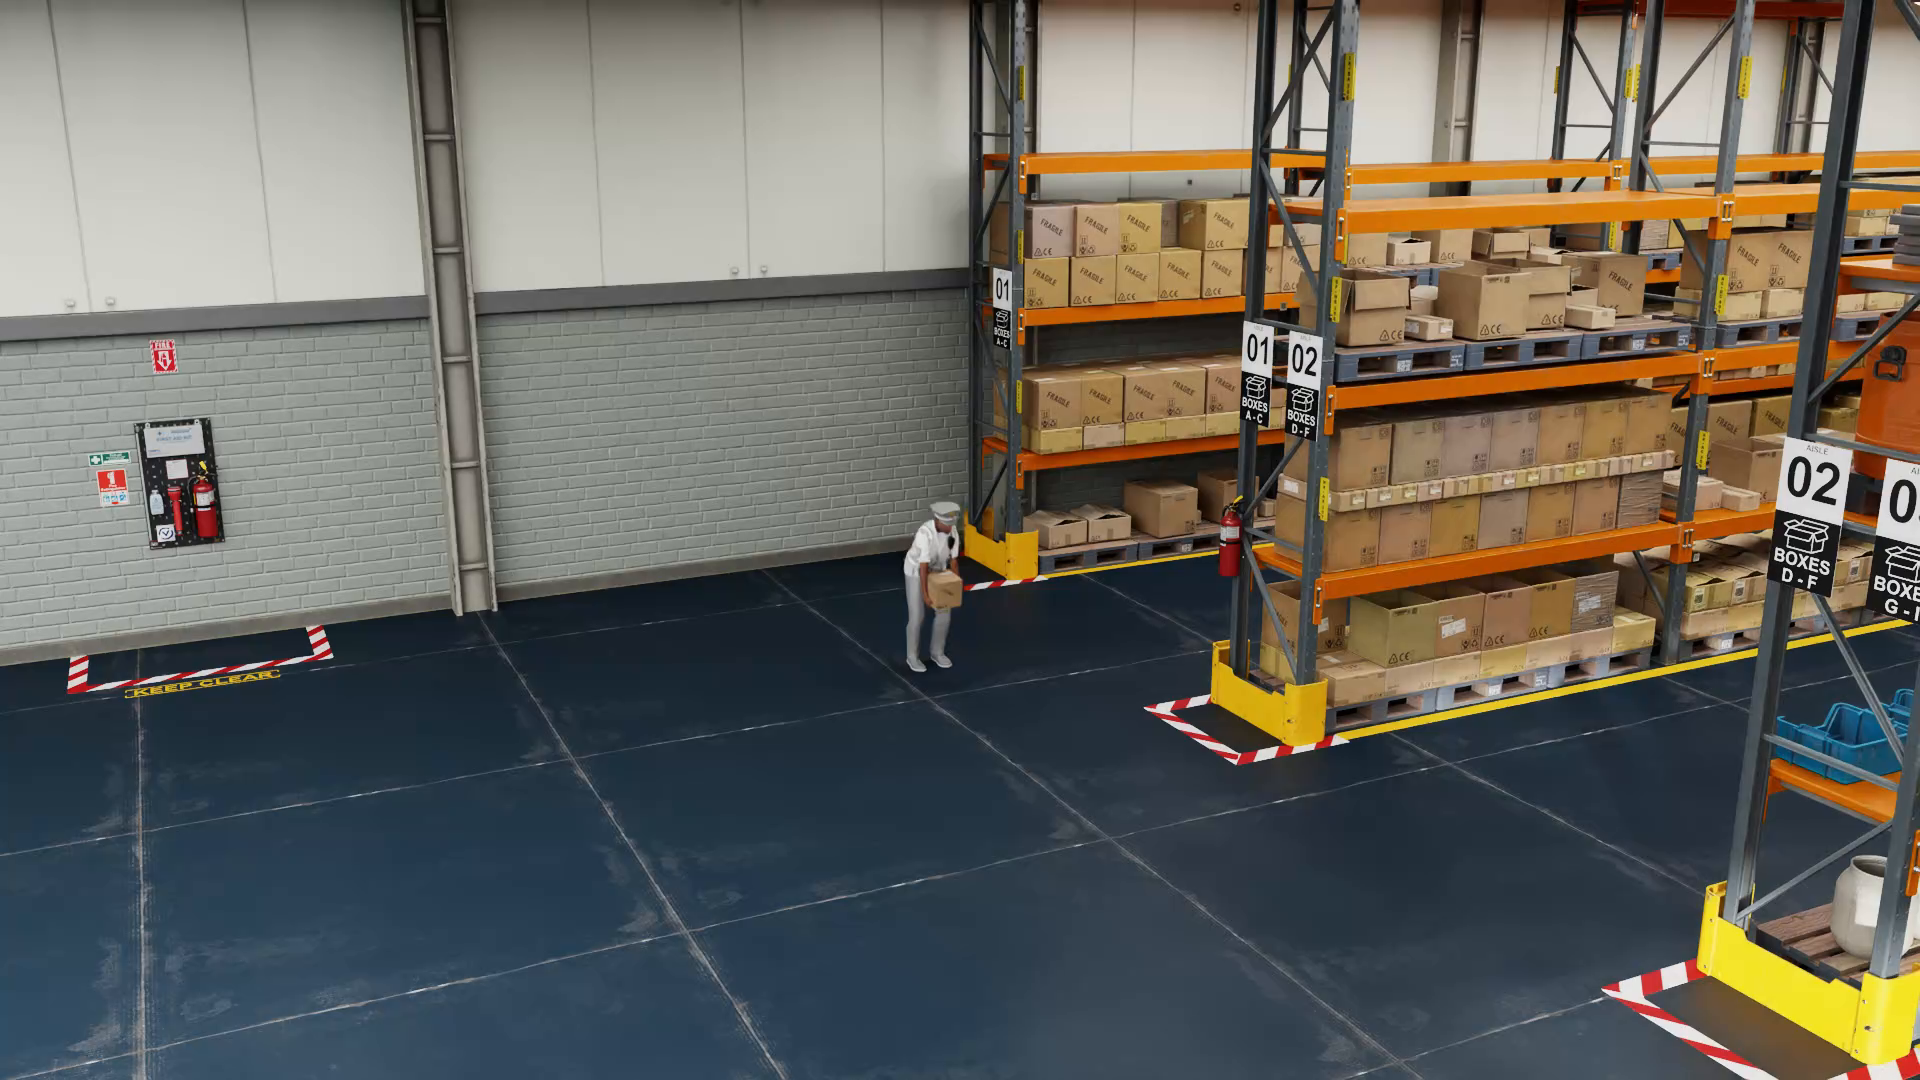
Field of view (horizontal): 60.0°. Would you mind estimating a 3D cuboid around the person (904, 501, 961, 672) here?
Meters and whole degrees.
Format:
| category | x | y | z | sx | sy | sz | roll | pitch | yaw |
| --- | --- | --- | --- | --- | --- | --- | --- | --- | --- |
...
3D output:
| category | x | y | z | sx | sy | sz | roll | pitch | yaw |
| --- | --- | --- | --- | --- | --- | --- | --- | --- | --- |
| person | -0.224 | 0.398 | 14.529 | 0.412 | 1.558 | 0.648 | -8 | 17 | -26 |
